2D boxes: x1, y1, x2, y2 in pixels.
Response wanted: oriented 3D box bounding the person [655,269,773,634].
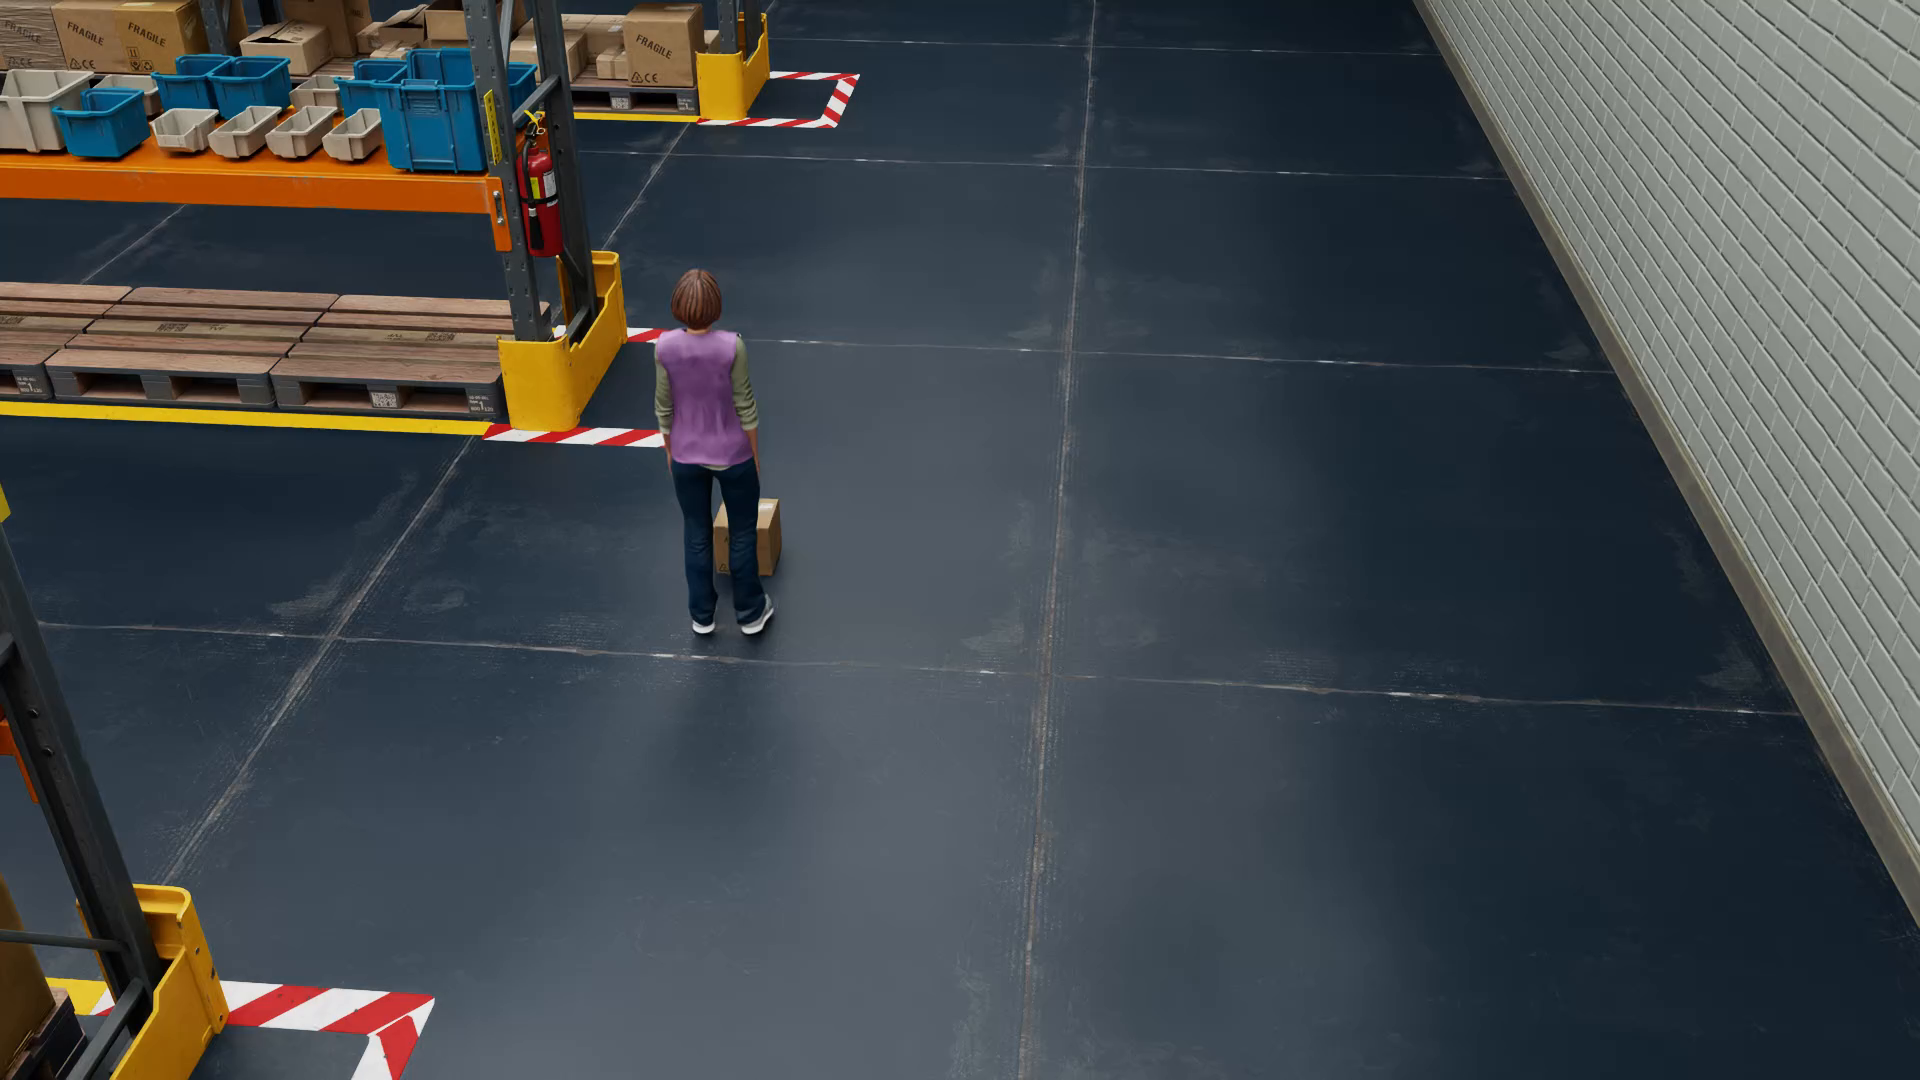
[{"bbox_3d":[-0.997,-0.335,6.657,0.411,1.601,0.323,3,33,5],"label":"person"}]
